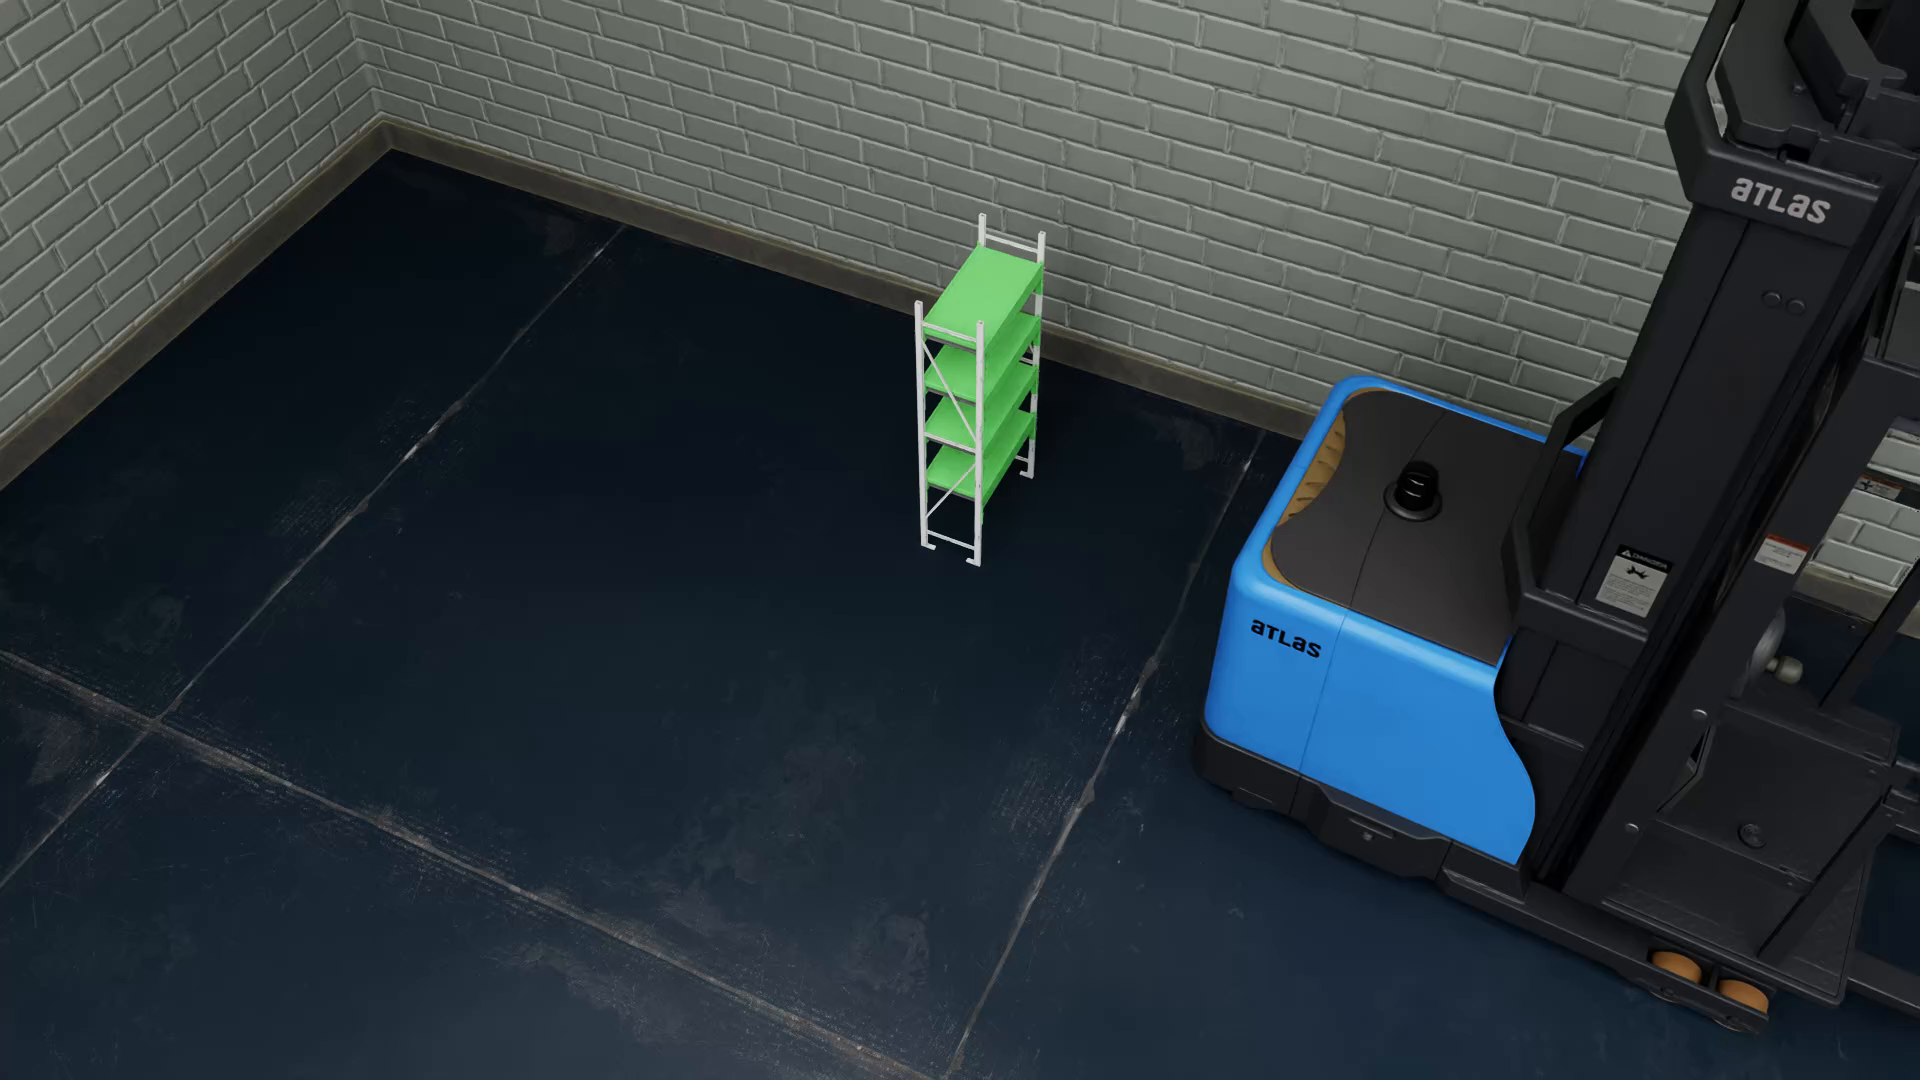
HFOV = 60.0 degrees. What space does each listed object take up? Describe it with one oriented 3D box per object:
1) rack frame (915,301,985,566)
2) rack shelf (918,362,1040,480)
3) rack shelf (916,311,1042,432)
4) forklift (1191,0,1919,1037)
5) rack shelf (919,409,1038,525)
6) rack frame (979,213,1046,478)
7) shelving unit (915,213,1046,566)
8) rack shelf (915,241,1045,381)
[{"bbox_3d":[-0.034,-0.335,5.747,0.240,1.200,0.015,20,52,16],"label":"rack frame"},{"bbox_3d":[0.071,-0.461,5.939,0.258,0.148,0.480,20,52,16],"label":"rack shelf"},{"bbox_3d":[0.071,-0.617,5.756,0.258,0.148,0.480,20,52,16],"label":"rack shelf"},{"bbox_3d":[2.314,0.055,4.279,3.031,2.935,1.130,22,53,18],"label":"forklift"},{"bbox_3d":[0.071,-0.306,6.121,0.258,0.148,0.480,20,52,16],"label":"rack shelf"},{"bbox_3d":[0.175,-0.671,6.033,0.240,1.200,0.015,20,52,16],"label":"rack frame"},{"bbox_3d":[0.071,-0.503,5.890,0.258,1.200,0.503,20,52,16],"label":"shelving unit"},{"bbox_3d":[0.071,-0.772,5.573,0.258,0.148,0.480,20,52,16],"label":"rack shelf"}]
